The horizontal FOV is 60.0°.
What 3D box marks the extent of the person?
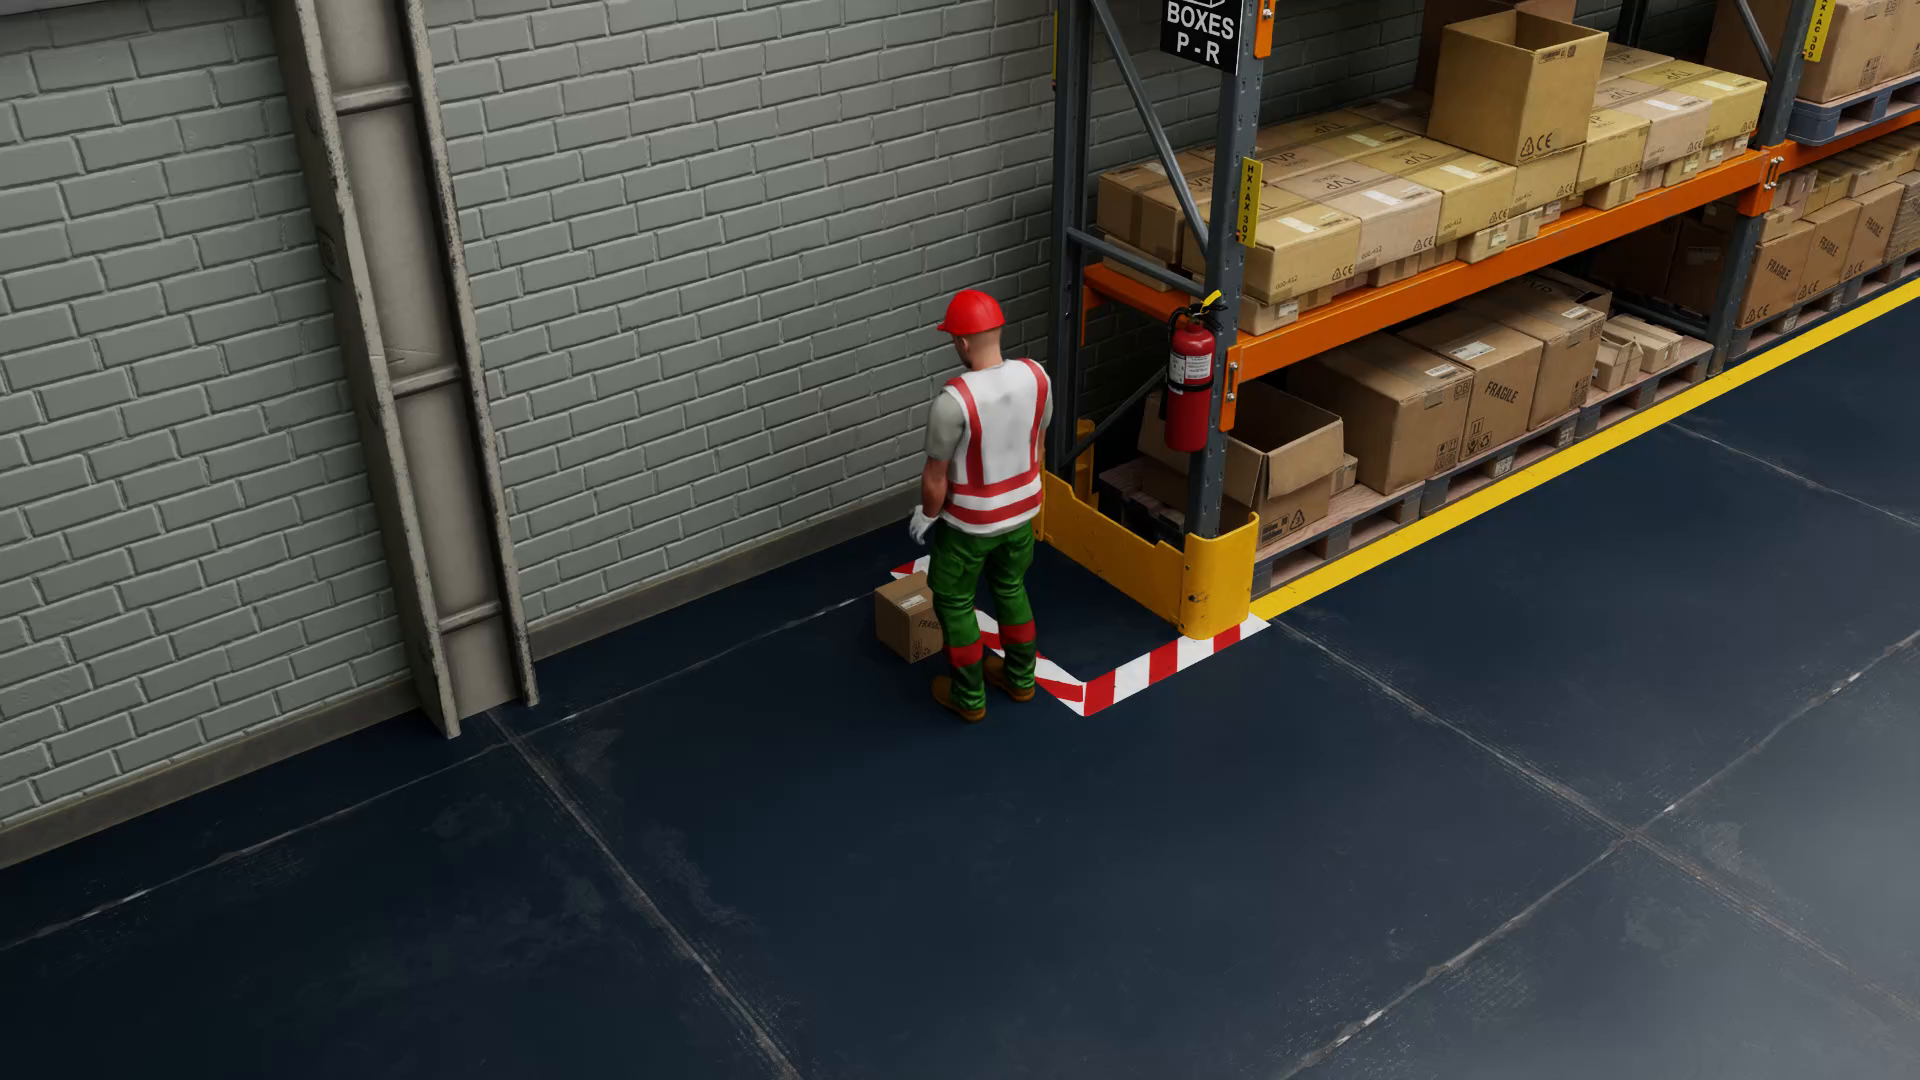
[{"bbox_3d":[0.075,-0.110,6.310,0.533,1.766,0.388,-19,37,-28],"label":"person"}]
